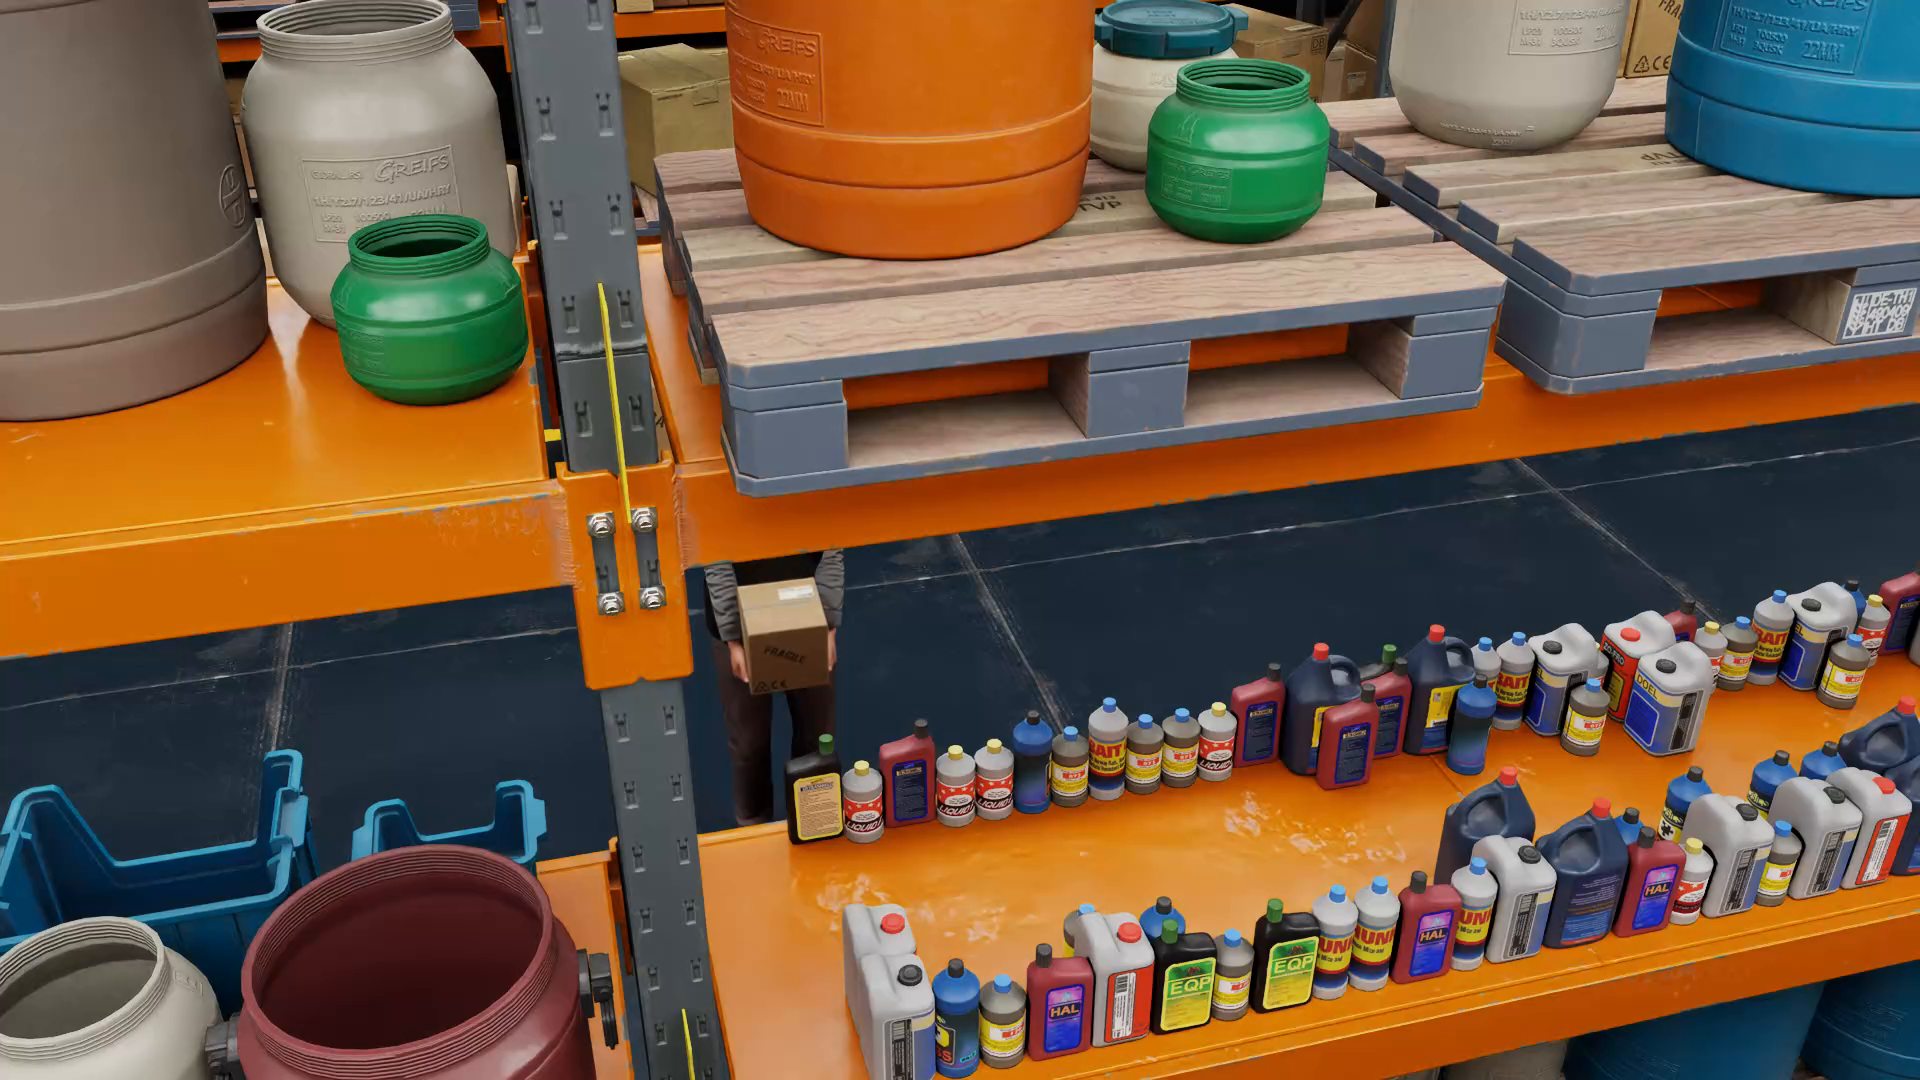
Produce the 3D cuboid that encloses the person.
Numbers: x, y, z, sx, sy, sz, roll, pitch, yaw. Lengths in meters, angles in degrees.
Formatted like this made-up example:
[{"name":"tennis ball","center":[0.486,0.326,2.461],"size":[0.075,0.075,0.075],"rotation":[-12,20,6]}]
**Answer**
[{"name":"person","center":[-0.592,0.354,5.552],"size":[0.494,1.711,0.550],"rotation":[-7,31,-12]}]
